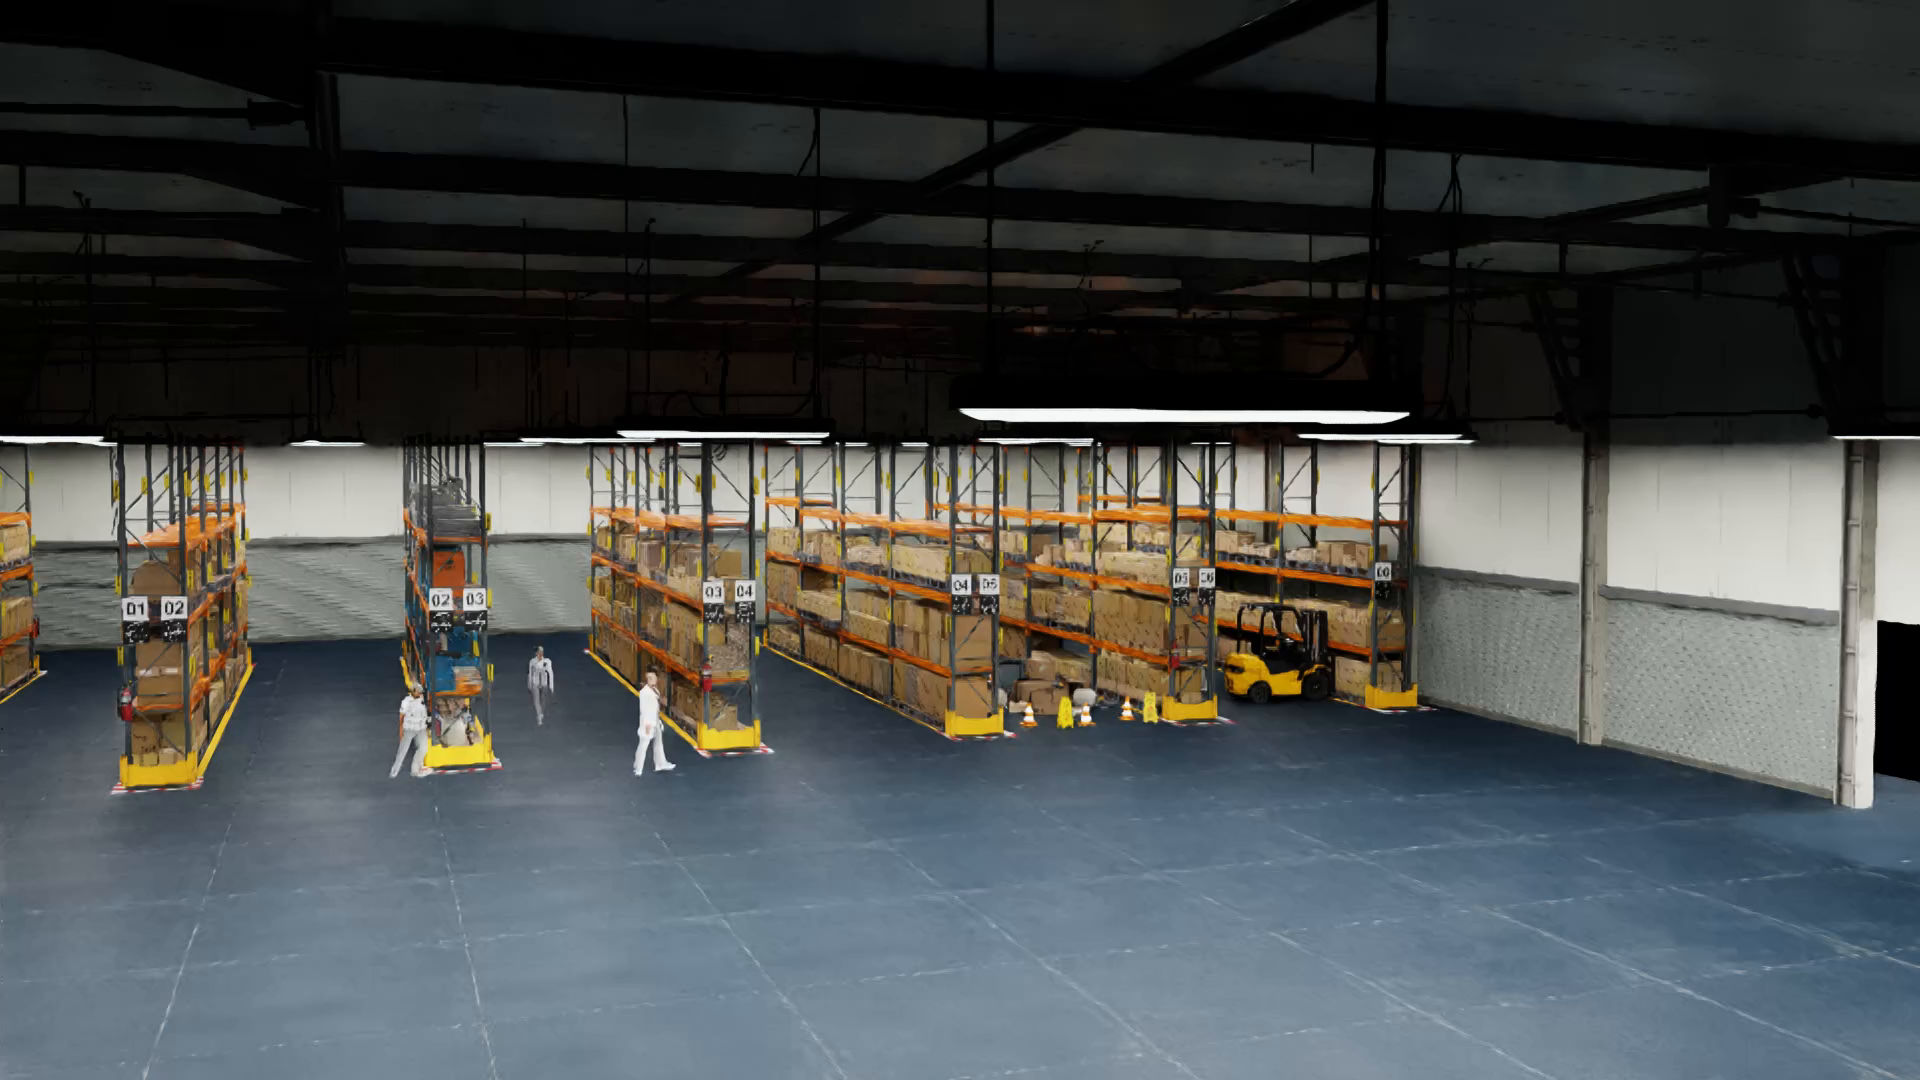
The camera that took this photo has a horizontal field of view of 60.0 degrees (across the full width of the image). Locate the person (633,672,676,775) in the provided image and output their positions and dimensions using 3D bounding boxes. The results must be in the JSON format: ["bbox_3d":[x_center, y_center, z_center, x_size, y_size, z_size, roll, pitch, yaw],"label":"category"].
[{"bbox_3d":[-5.422,3.197,29.237,0.579,1.774,0.766,1,3,15],"label":"person"}]

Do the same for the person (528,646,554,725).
[{"bbox_3d":[-8.700,2.986,34.548,0.500,1.625,0.997,-1,3,-21],"label":"person"}]

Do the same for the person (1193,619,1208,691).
[{"bbox_3d":[5.563,2.700,39.177,0.569,1.668,0.563,1,3,11],"label":"person"}]

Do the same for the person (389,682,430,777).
[{"bbox_3d":[-9.623,3.307,28.956,0.527,1.641,0.649,2,4,32],"label":"person"}]
